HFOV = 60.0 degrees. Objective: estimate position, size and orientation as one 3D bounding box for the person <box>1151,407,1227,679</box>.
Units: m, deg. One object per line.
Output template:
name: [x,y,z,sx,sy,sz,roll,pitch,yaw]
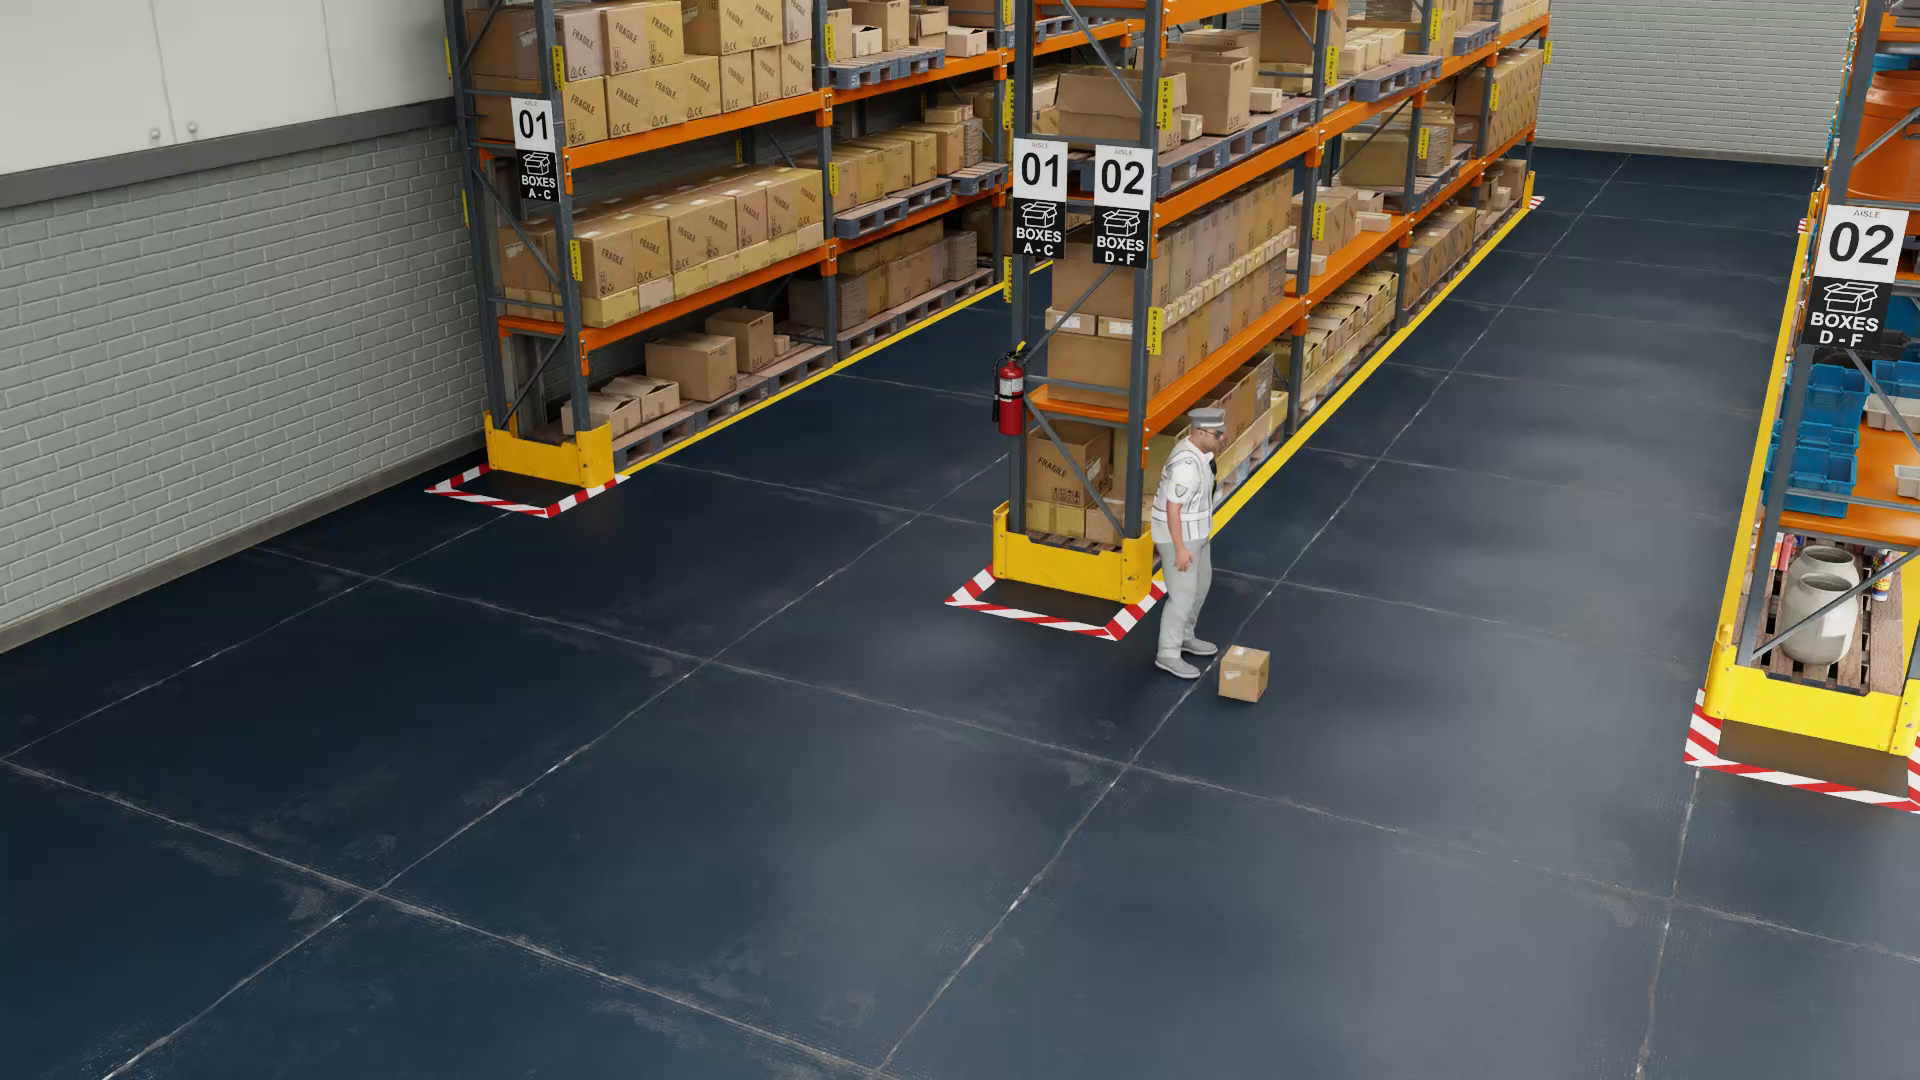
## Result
person: [1.470,-0.024,10.799,0.440,1.747,0.600,9,24,22]
